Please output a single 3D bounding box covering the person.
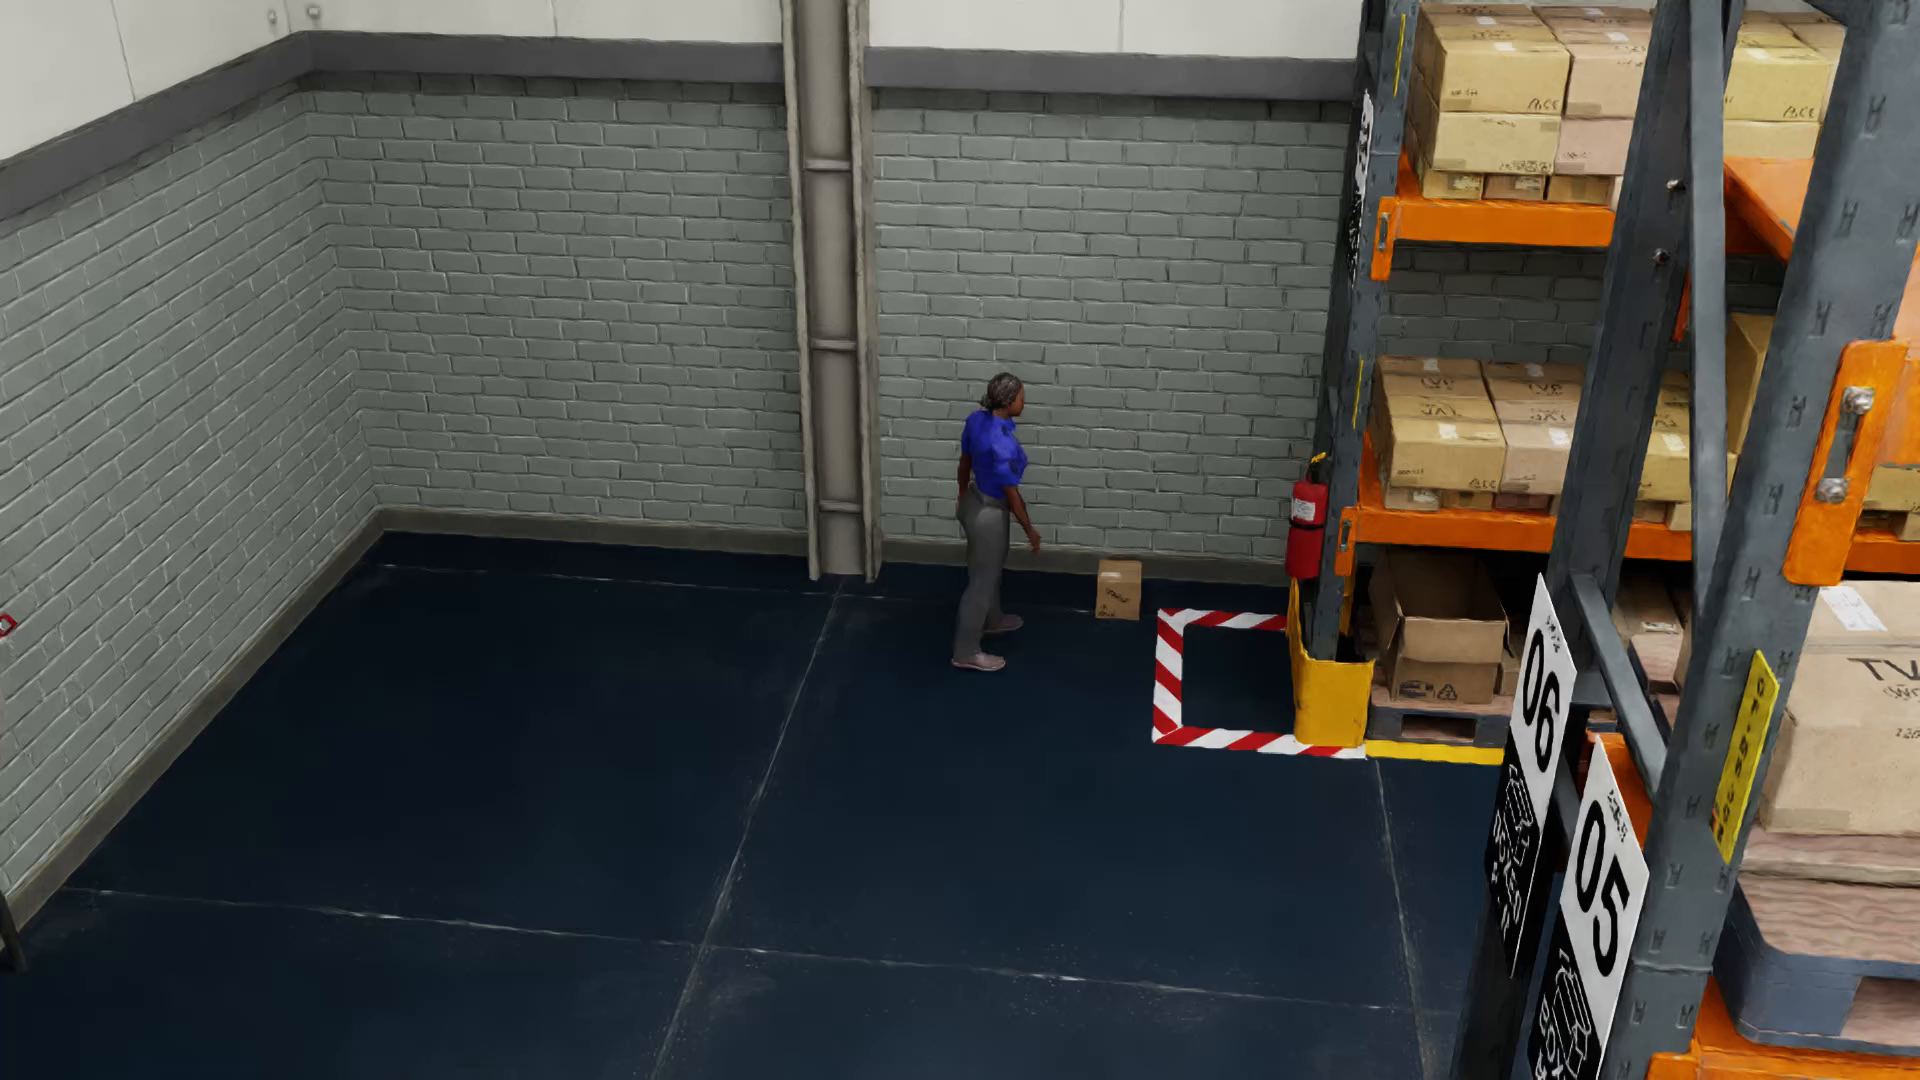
[{"bbox_3d":[0.168,-0.122,8.860,0.535,1.661,0.594,-9,30,-17],"label":"person"}]
